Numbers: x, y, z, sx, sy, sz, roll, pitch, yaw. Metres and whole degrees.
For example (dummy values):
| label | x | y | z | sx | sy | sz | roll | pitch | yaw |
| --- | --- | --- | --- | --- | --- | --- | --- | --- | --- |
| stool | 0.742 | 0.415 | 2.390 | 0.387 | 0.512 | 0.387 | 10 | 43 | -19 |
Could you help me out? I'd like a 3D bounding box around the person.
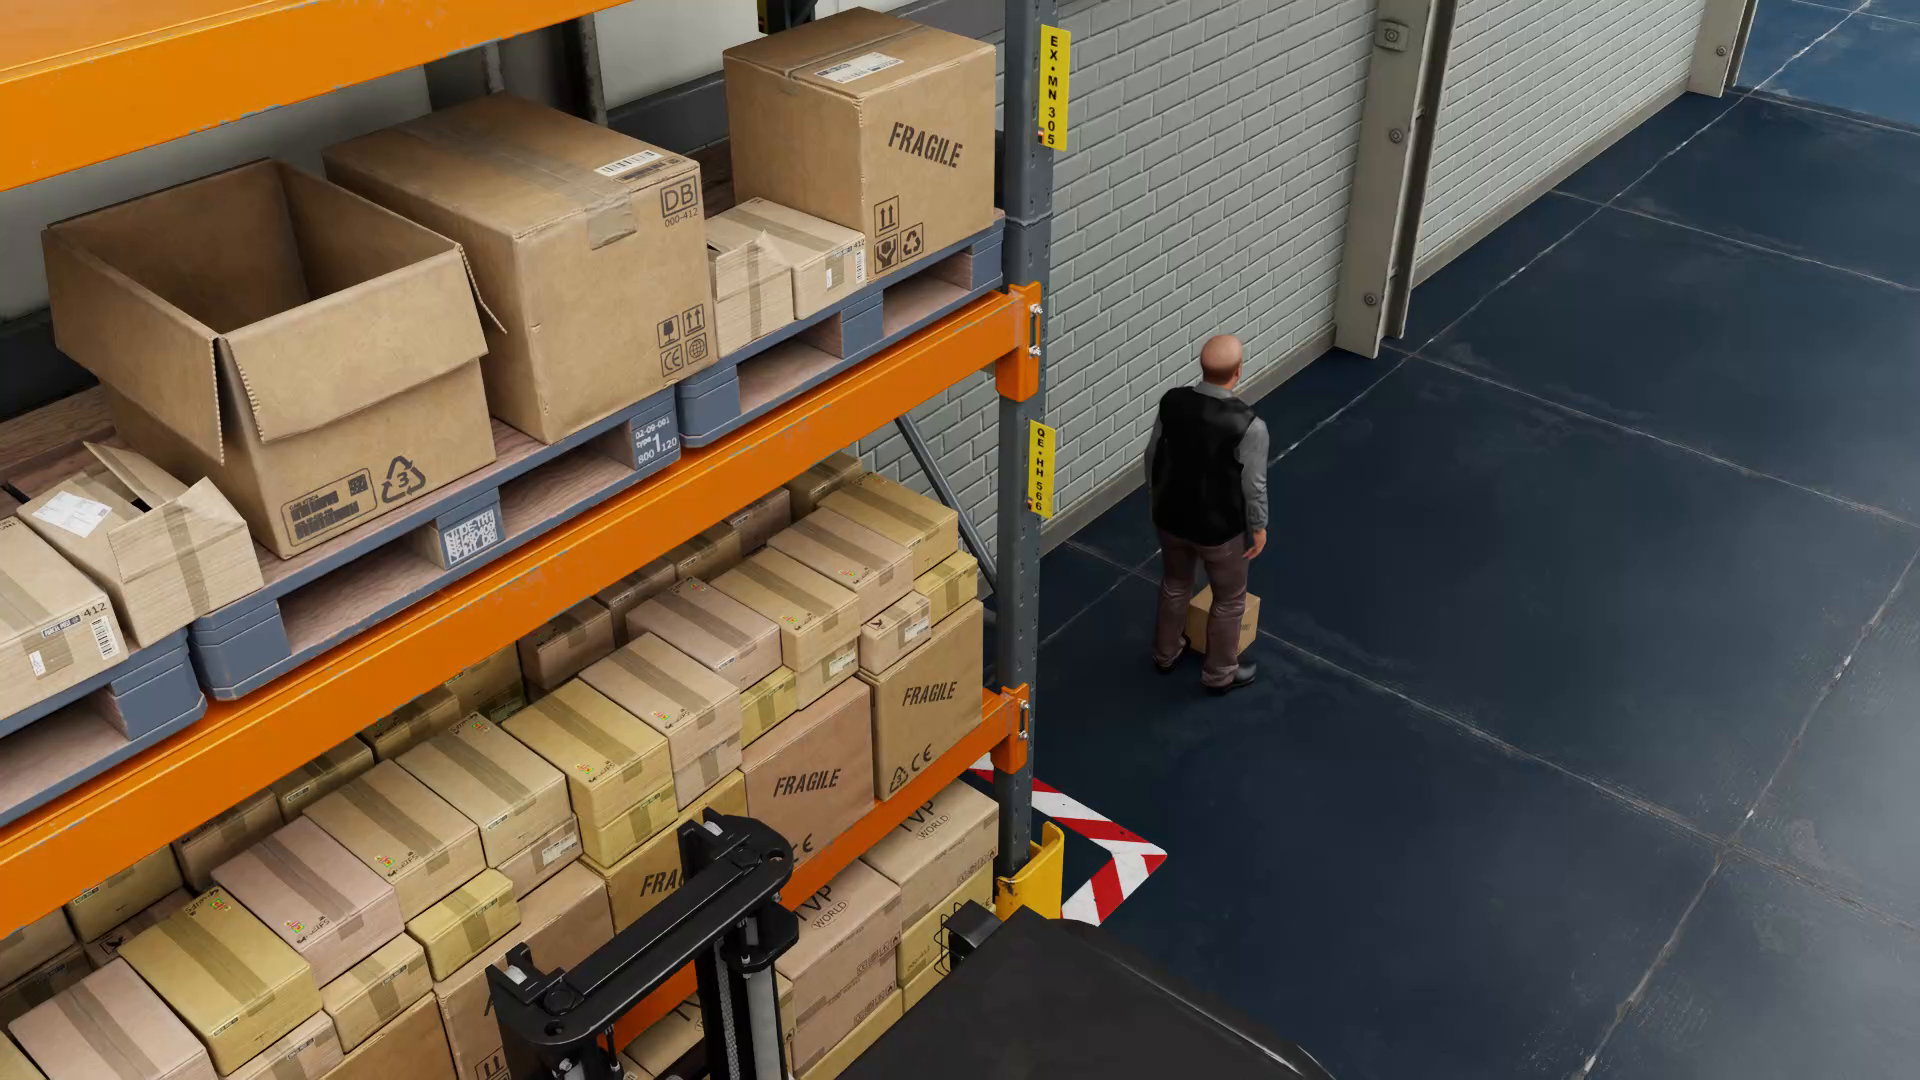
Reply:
| label | x | y | z | sx | sy | sz | roll | pitch | yaw |
| --- | --- | --- | --- | --- | --- | --- | --- | --- | --- |
| person | 1.064 | -0.090 | 7.296 | 0.583 | 1.719 | 0.421 | 23 | 41 | 29 |
